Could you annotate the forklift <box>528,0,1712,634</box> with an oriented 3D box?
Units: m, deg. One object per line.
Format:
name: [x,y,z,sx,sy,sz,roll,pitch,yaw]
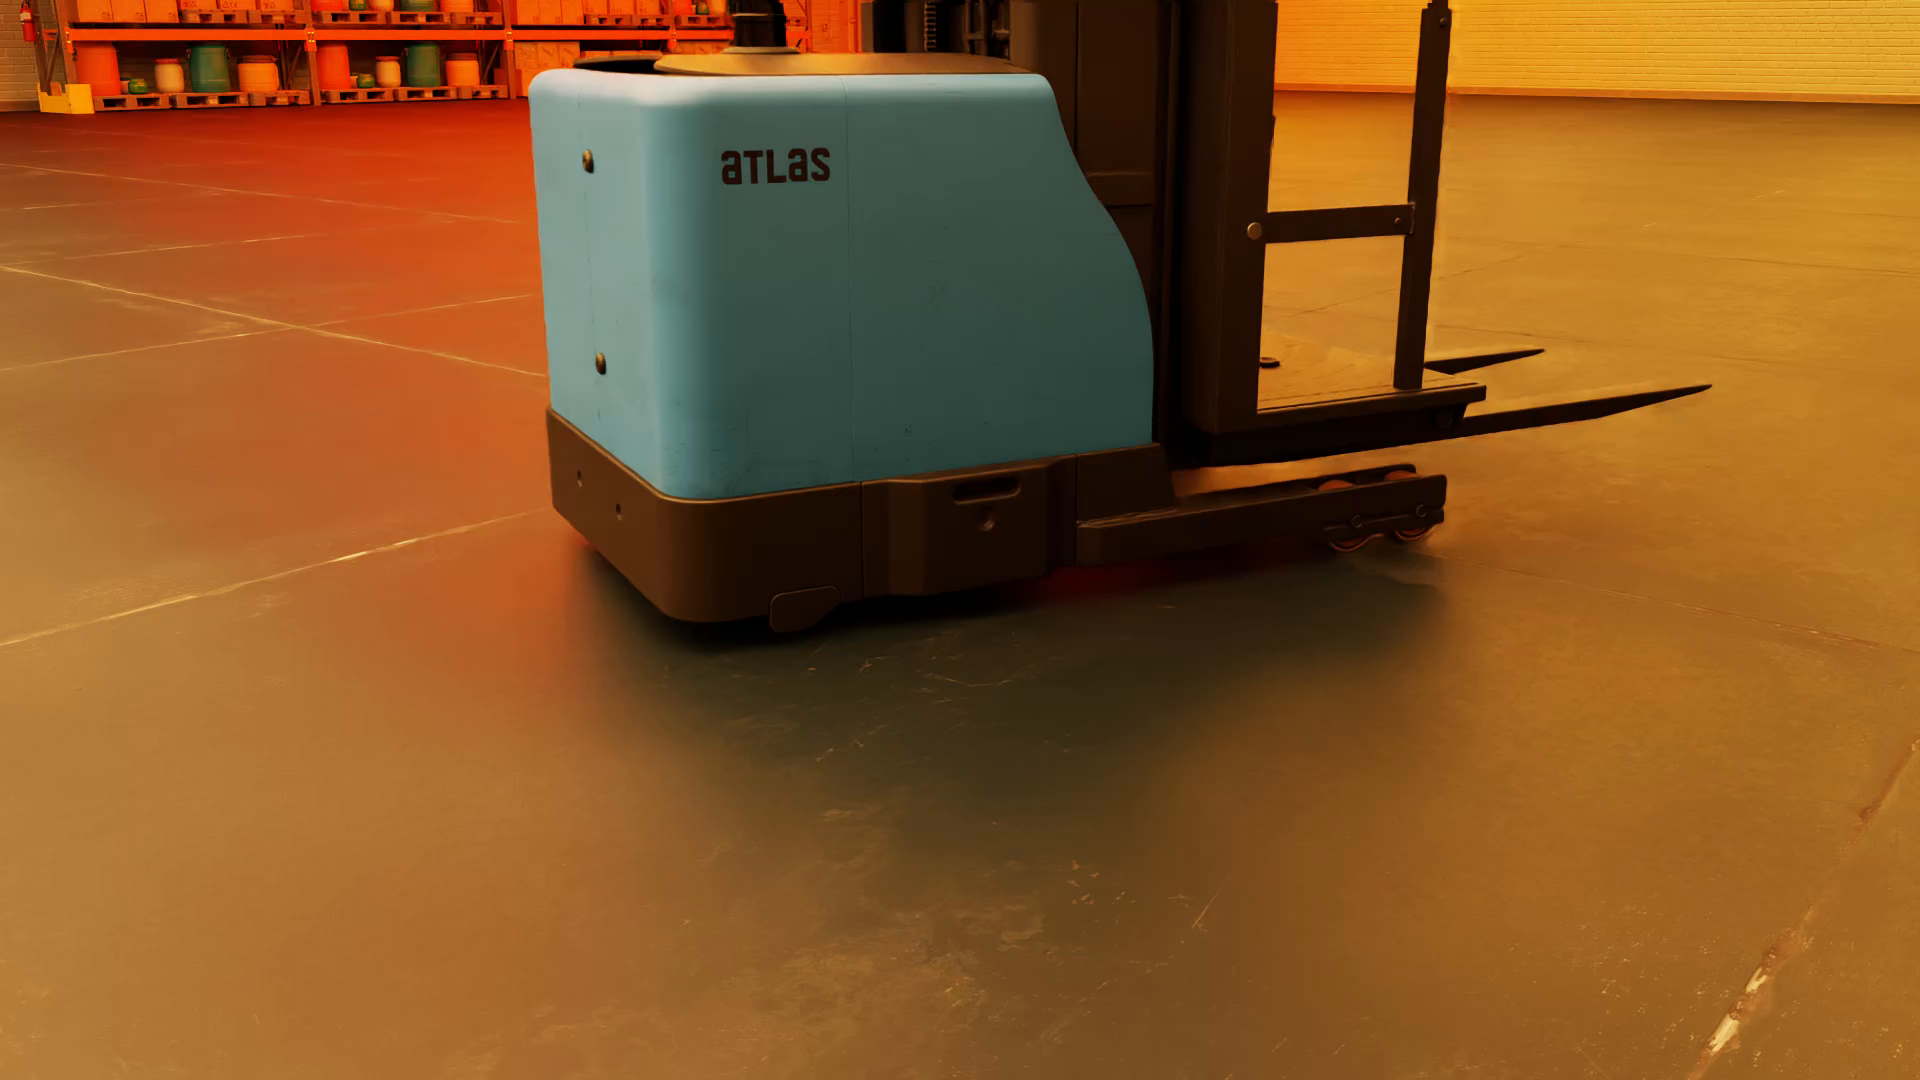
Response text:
forklift: [0.576,-1.501,3.841,3.031,2.935,1.130,-9,19,-26]
